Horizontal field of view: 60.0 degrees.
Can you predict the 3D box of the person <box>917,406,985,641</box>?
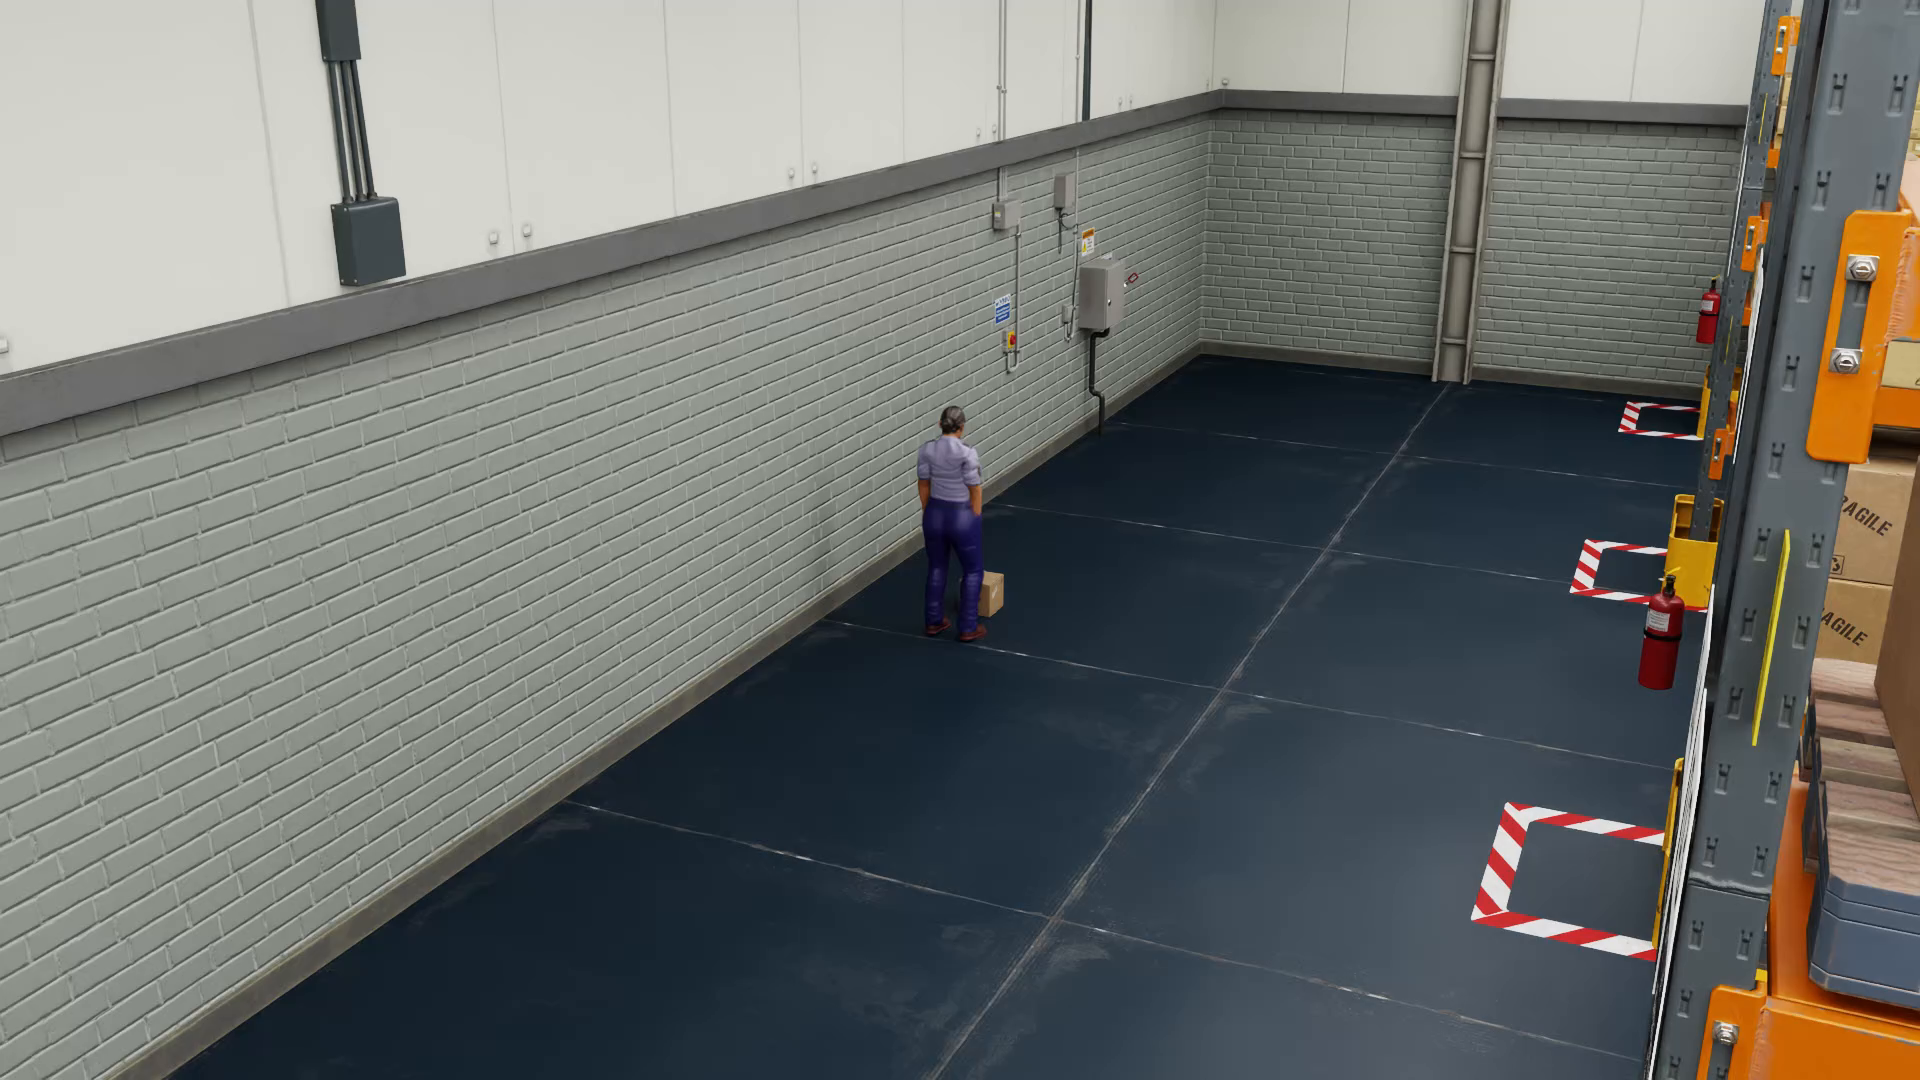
[{"bbox_3d":[-0.072,-0.113,11.451,0.480,1.636,0.336,9,21,24],"label":"person"}]
